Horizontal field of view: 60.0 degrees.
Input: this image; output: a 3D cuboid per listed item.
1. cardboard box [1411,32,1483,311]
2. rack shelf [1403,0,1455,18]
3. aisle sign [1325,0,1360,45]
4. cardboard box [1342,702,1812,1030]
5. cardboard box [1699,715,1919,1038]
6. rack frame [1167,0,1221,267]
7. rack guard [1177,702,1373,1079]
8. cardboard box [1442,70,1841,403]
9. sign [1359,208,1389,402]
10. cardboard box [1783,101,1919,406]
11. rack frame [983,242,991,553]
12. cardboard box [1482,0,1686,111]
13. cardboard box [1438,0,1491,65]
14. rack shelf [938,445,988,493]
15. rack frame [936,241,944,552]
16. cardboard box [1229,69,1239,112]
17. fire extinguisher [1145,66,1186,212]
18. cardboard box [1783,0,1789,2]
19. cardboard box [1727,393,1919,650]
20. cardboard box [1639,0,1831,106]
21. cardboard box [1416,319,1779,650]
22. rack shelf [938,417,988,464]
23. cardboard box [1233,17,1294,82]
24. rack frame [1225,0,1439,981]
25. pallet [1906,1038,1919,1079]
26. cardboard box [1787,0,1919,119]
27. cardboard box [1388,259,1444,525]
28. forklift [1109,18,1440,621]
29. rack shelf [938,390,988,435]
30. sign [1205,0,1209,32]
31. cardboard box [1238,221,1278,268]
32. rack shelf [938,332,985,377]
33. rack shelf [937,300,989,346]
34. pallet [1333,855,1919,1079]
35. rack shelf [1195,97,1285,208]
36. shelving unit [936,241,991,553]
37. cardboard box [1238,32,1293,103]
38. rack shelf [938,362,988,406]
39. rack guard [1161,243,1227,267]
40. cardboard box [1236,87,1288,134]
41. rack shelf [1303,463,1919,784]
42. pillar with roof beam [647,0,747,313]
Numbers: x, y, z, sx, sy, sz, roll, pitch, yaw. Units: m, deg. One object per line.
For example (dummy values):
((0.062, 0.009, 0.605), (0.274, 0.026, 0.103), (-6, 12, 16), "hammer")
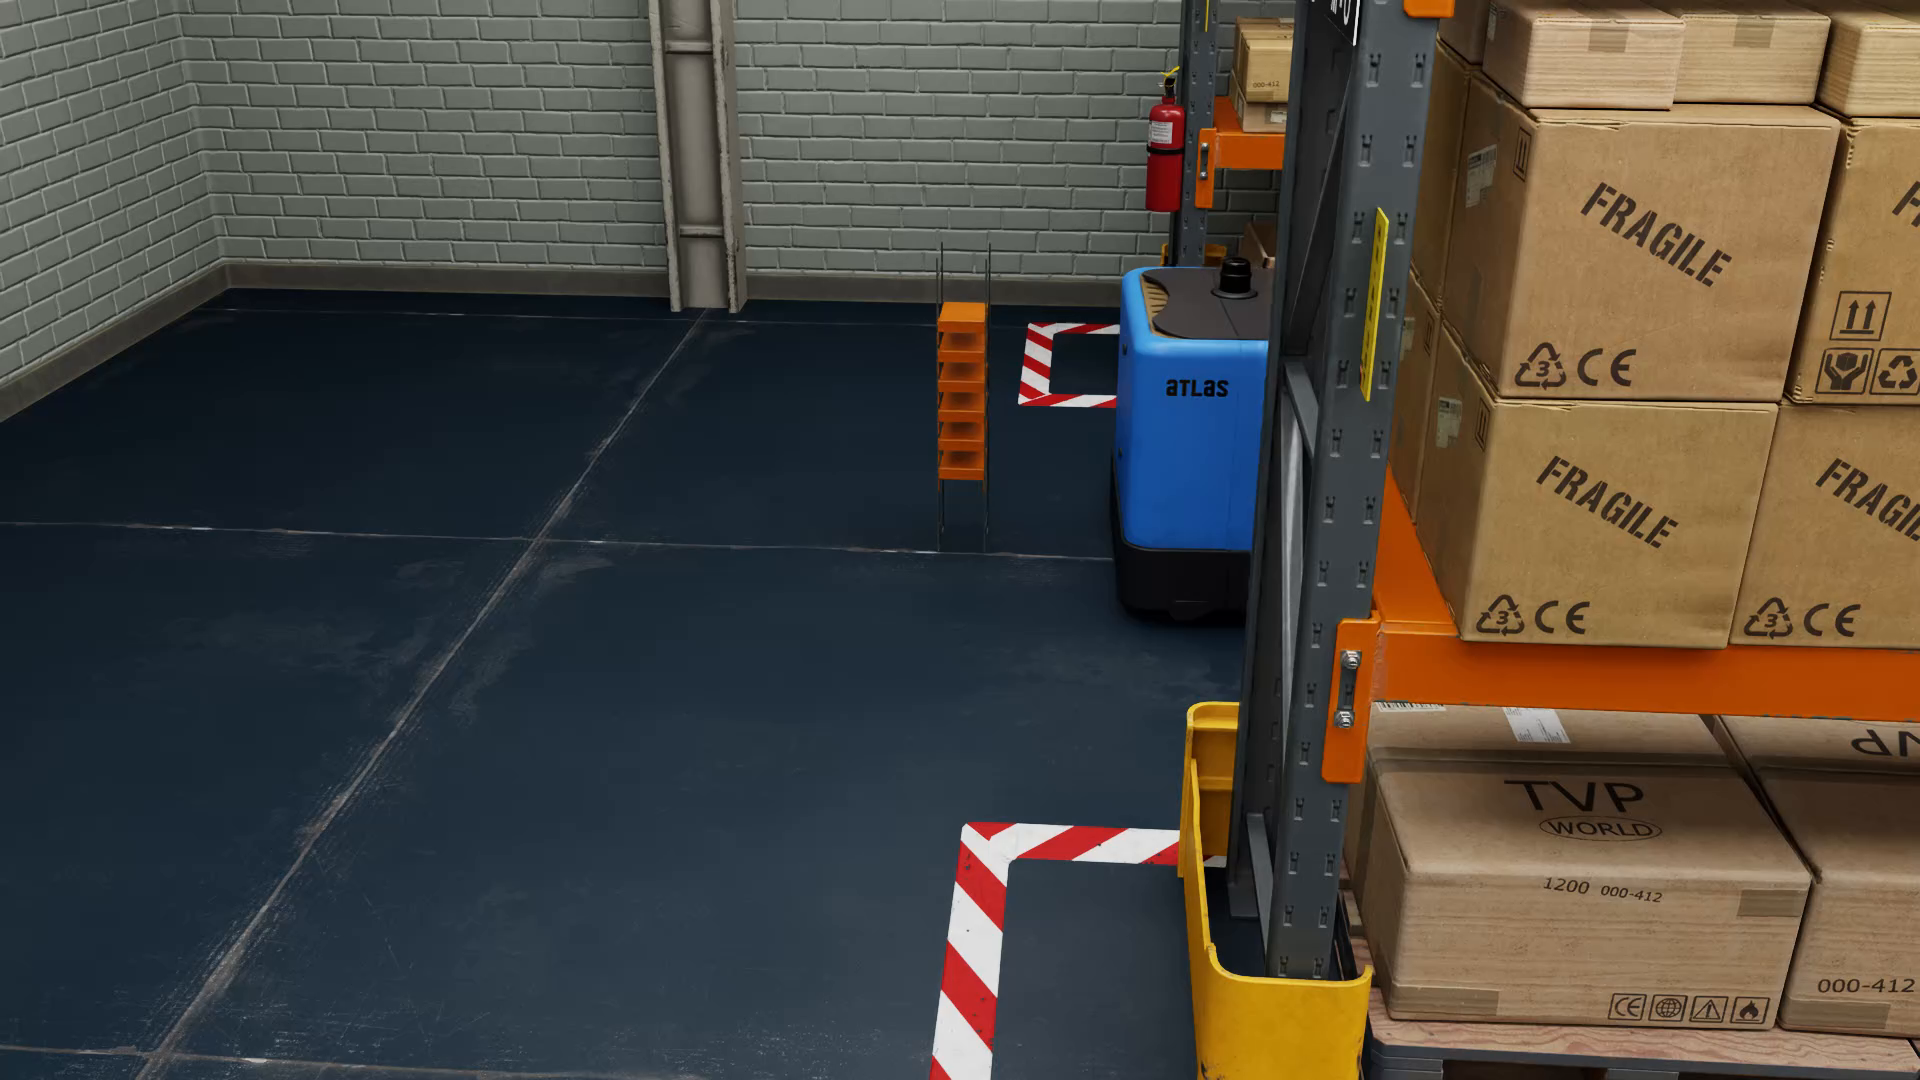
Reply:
((1.275, -0.798, 3.579), (0.500, 0.500, 0.500), (3, 25, 6), "cardboard box")
((2.770, -1.186, 3.012), (4.000, 0.370, 1.077), (2, 25, 4), "rack shelf")
((0.682, -1.277, 2.826), (0.004, 0.787, 0.394), (2, 25, 4), "aisle sign")
((1.442, 0.738, 4.120), (0.875, 0.438, 0.875), (1, 25, 2), "cardboard box")
((2.355, 0.764, 4.064), (0.875, 0.438, 0.875), (2, 25, 5), "cardboard box")
((1.152, -2.283, 8.123), (0.127, 3.000, 1.000), (2, 25, 4), "rack frame")
((0.752, 0.920, 4.151), (0.348, 0.500, 1.175), (2, 25, 4), "rack guard")
((1.233, -0.580, 3.106), (0.500, 0.500, 0.500), (1, 25, 3), "cardboard box")
((0.727, -0.412, 2.927), (0.005, 0.325, 0.100), (2, 25, 4), "sign")
((1.748, -0.566, 3.076), (0.500, 0.500, 0.500), (1, 25, 3), "cardboard box")
((0.106, -0.542, 6.492), (0.006, 1.200, 0.240), (2, 25, 4), "rack frame")
((1.109, -0.882, 2.986), (0.250, 0.149, 0.380), (2, 25, 5), "cardboard box")
((1.149, -1.081, 3.418), (0.250, 0.149, 0.380), (2, 25, 5), "cardboard box")
((0.014, -0.286, 6.617), (0.180, 0.103, 0.258), (2, 25, 4), "rack shelf")
((-0.077, -0.548, 6.505), (0.006, 1.200, 0.240), (2, 25, 4), "rack frame")
((1.503, -2.270, 8.396), (0.250, 0.149, 0.380), (2, 25, 3), "cardboard box")
((0.970, -1.891, 7.809), (0.183, 0.674, 0.296), (2, 25, 4), "fire extinguisher")
((1.668, -1.109, 3.481), (0.250, 0.149, 0.380), (2, 25, 3), "cardboard box")
((1.739, -0.120, 3.303), (0.500, 0.500, 0.500), (1, 25, 3), "cardboard box")
((1.375, -0.903, 3.033), (0.250, 0.149, 0.380), (2, 25, 5), "cardboard box")
((1.233, -0.125, 3.313), (0.500, 0.500, 0.500), (2, 25, 4), "cardboard box")
((0.014, -0.395, 6.567), (0.180, 0.103, 0.258), (2, 25, 4), "rack shelf")
((1.631, -2.446, 8.301), (0.500, 0.250, 0.500), (3, 25, 6), "cardboard box")
((0.776, -0.214, 3.627), (0.127, 3.000, 1.000), (2, 25, 4), "rack frame")
((2.792, 1.086, 4.138), (1.213, 0.211, 1.003), (2, 25, 4), "pallet")
((1.626, -0.847, 2.911), (0.250, 0.149, 0.380), (3, 25, 6), "cardboard box")
((1.277, -0.355, 3.813), (0.500, 0.500, 0.500), (2, 25, 4), "cardboard box")
((2.115, -1.207, 5.866), (3.031, 2.935, 1.130), (1, 25, 2), "forklift")
((0.014, -0.504, 6.517), (0.180, 0.103, 0.258), (2, 25, 4), "rack shelf")
((1.111, -2.450, 7.451), (0.005, 0.325, 0.100), (2, 25, 4), "sign")
((1.755, -1.281, 8.429), (0.637, 0.503, 0.797), (1, 25, 2), "cardboard box")
((0.014, -0.722, 6.416), (0.180, 0.103, 0.258), (2, 25, 4), "rack shelf")
((0.014, -0.831, 6.366), (0.180, 0.103, 0.258), (2, 25, 4), "rack shelf")
((1.579, 1.046, 4.225), (1.213, 0.211, 1.003), (2, 25, 4), "pallet")
((3.146, -1.892, 8.135), (4.000, 0.370, 1.077), (2, 25, 4), "rack shelf")
((0.014, -0.545, 6.498), (0.189, 1.200, 0.258), (2, 25, 4), "shelving unit")
((1.584, -2.223, 7.817), (0.500, 0.250, 0.500), (2, 25, 4), "cardboard box")
((0.014, -0.613, 6.467), (0.180, 0.103, 0.258), (2, 25, 4), "rack shelf")
((1.228, -1.145, 8.641), (0.348, 0.500, 1.175), (2, 25, 4), "rack guard")
((1.459, -2.044, 7.905), (0.250, 0.149, 0.380), (2, 25, 4), "cardboard box")
((2.770, 0.177, 3.639), (4.000, 0.370, 1.077), (2, 25, 4), "rack shelf")
((-1.797, -3.676, 3.974), (0.400, 9.000, 9.100), (2, 25, 4), "pillar with roof beam")
